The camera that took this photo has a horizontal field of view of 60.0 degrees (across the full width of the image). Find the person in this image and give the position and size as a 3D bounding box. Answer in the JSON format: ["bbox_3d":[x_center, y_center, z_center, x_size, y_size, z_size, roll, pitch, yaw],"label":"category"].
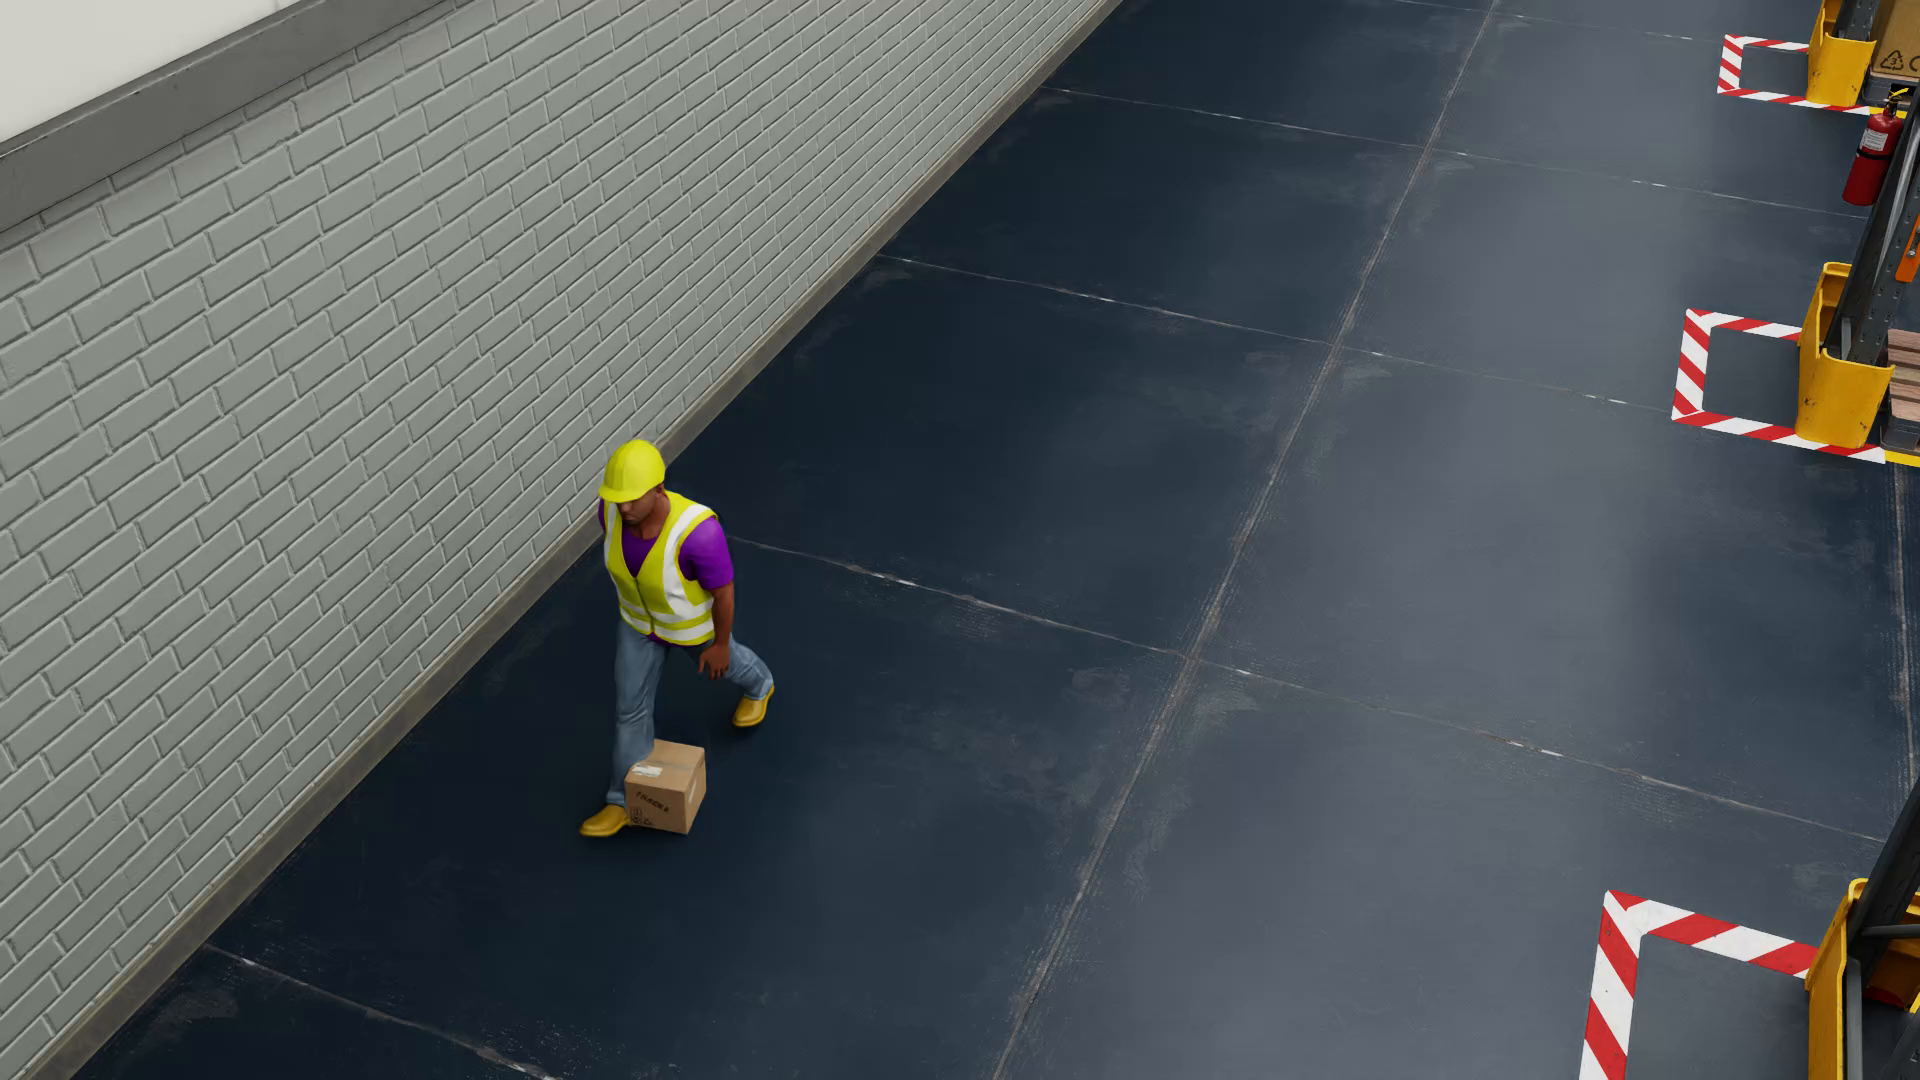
[{"bbox_3d":[-1.109,0.310,6.433,0.570,1.697,1.134,14,39,17],"label":"person"}]
